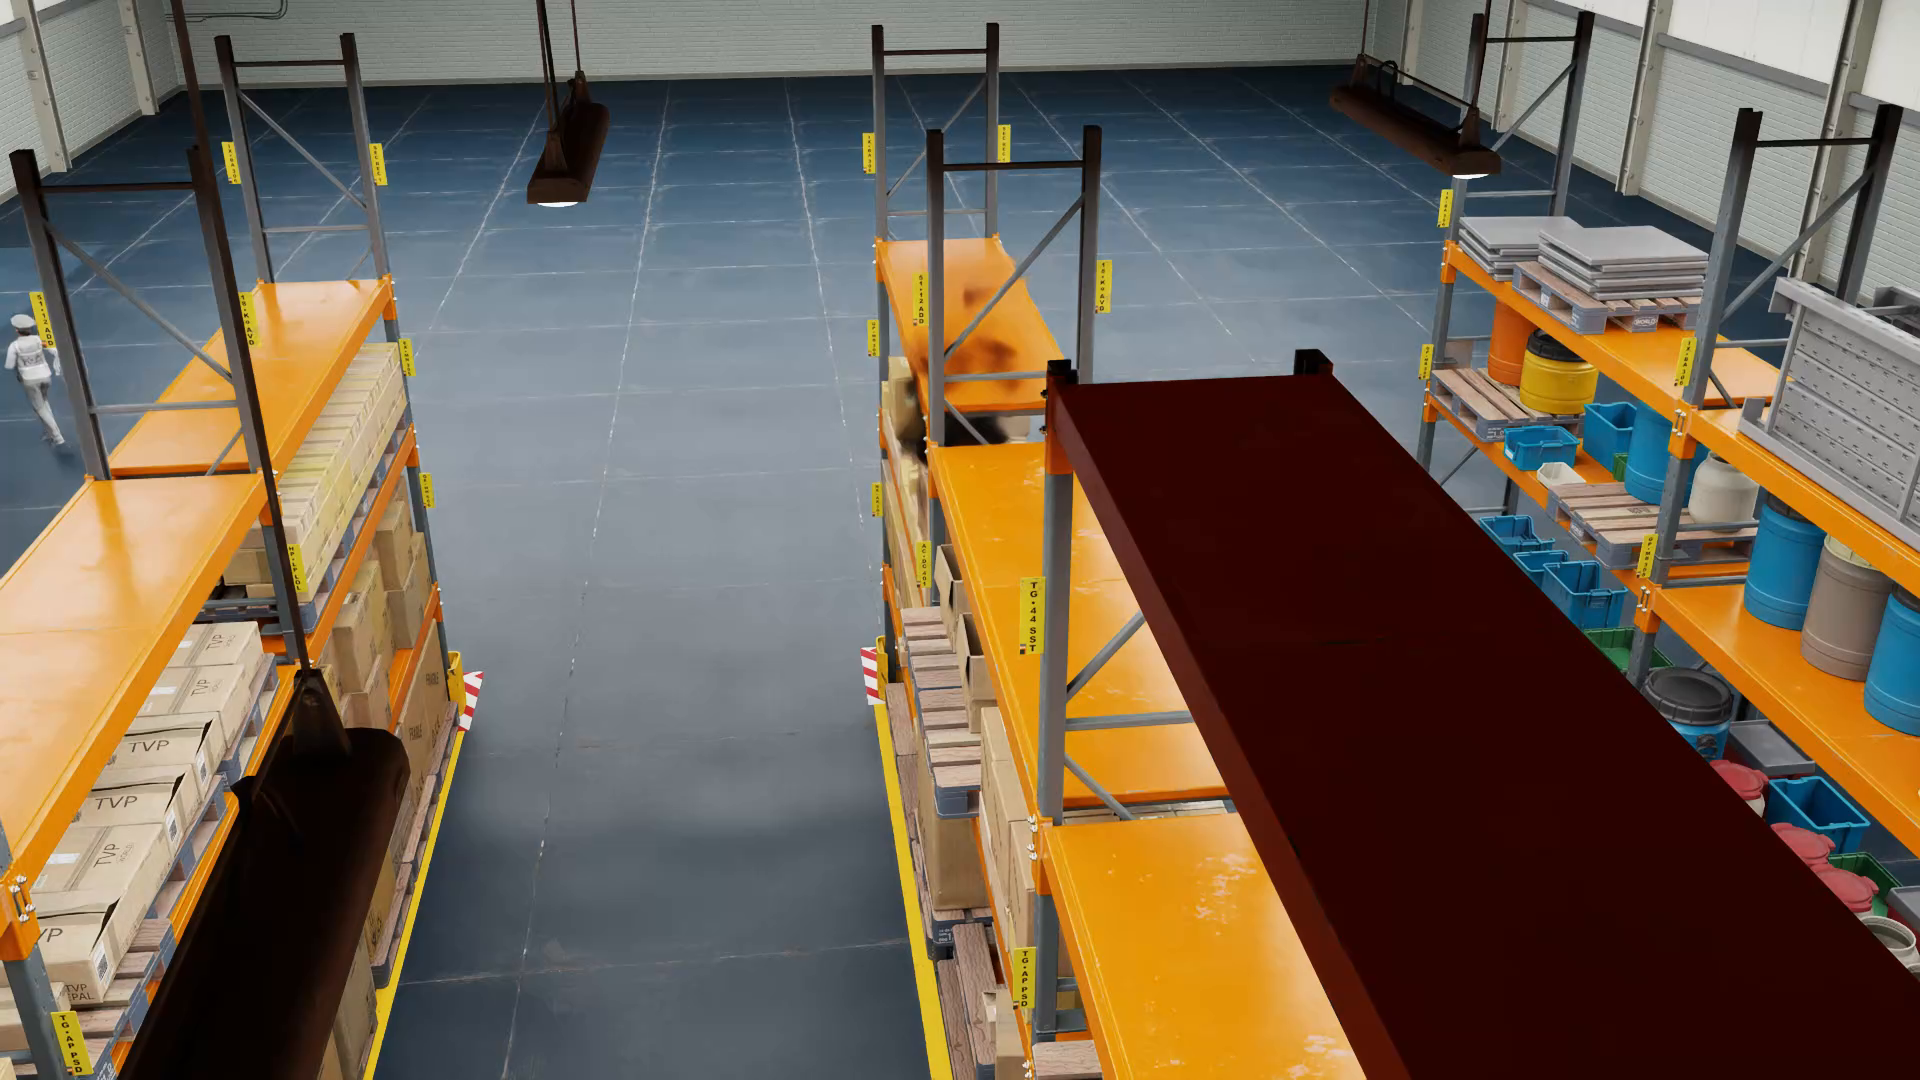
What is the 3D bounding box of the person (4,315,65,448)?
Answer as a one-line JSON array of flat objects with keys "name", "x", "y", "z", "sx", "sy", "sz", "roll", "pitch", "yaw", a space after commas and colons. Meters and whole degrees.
[{"name": "person", "x": -11.437, "y": -1.947, "z": 20.612, "sx": 0.753, "sy": 1.747, "sz": 0.589, "roll": 16, "pitch": 30, "yaw": 30}]
